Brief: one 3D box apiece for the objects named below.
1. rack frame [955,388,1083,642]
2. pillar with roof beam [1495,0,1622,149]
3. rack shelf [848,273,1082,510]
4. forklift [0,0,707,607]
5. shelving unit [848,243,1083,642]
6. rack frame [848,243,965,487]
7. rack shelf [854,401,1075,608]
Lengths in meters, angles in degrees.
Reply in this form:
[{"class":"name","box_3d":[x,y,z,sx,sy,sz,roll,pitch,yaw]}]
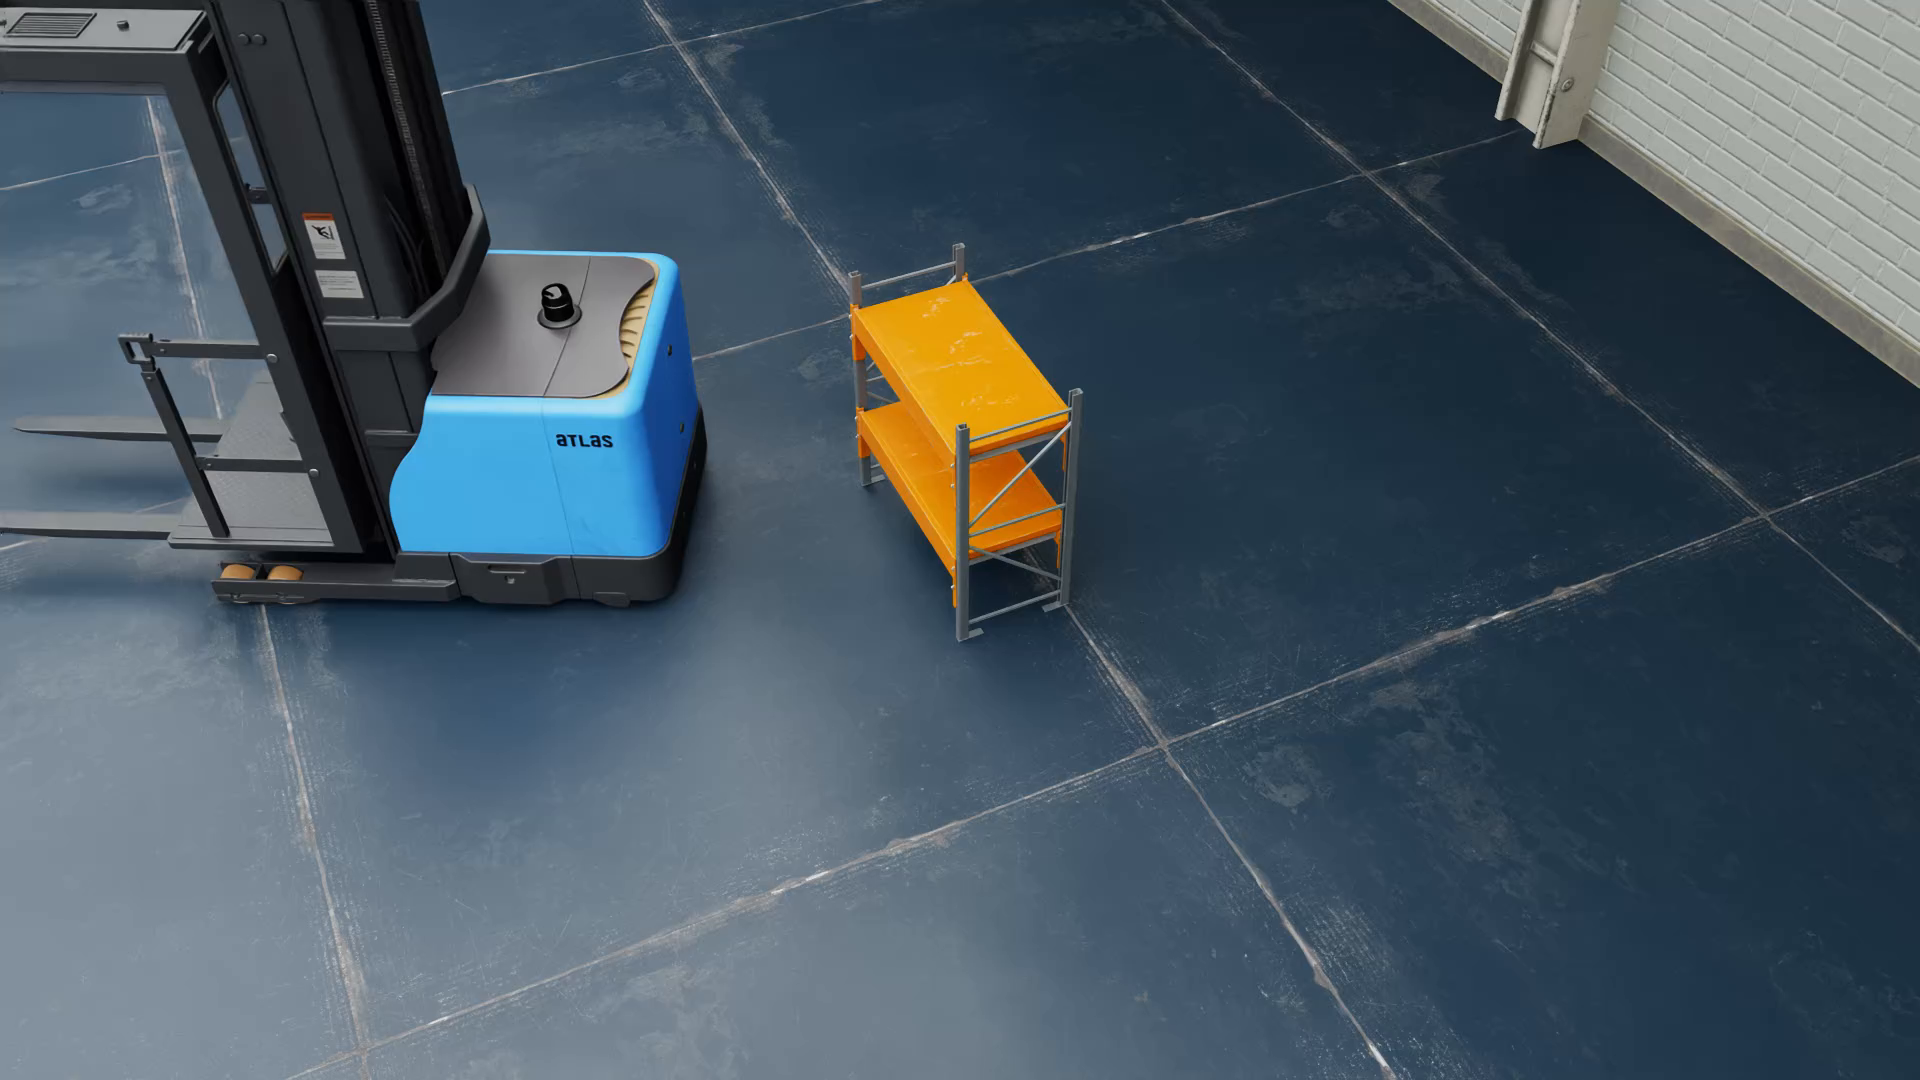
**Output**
[{"class":"rack frame","box_3d":[0.217,-0.072,6.391,0.500,1.125,0.032,-18,47,-17]},{"class":"pillar with roof beam","box_3d":[-0.600,-4.299,5.069,9.100,9.000,0.400,-18,47,-17]},{"class":"rack shelf","box_3d":[0.003,-0.604,6.514,0.538,0.278,1.000,-18,47,-17]},{"class":"forklift","box_3d":[-2.660,-1.148,6.196,3.031,2.935,1.130,1,45,1]},{"class":"shelving unit","box_3d":[0.003,-0.396,6.719,0.538,1.125,1.048,-18,47,-17]},{"class":"rack frame","box_3d":[-0.211,-0.720,7.048,0.500,1.125,0.032,-18,47,-17]},{"class":"rack shelf","box_3d":[0.003,-0.222,6.891,0.538,0.278,1.000,-18,47,-17]}]
